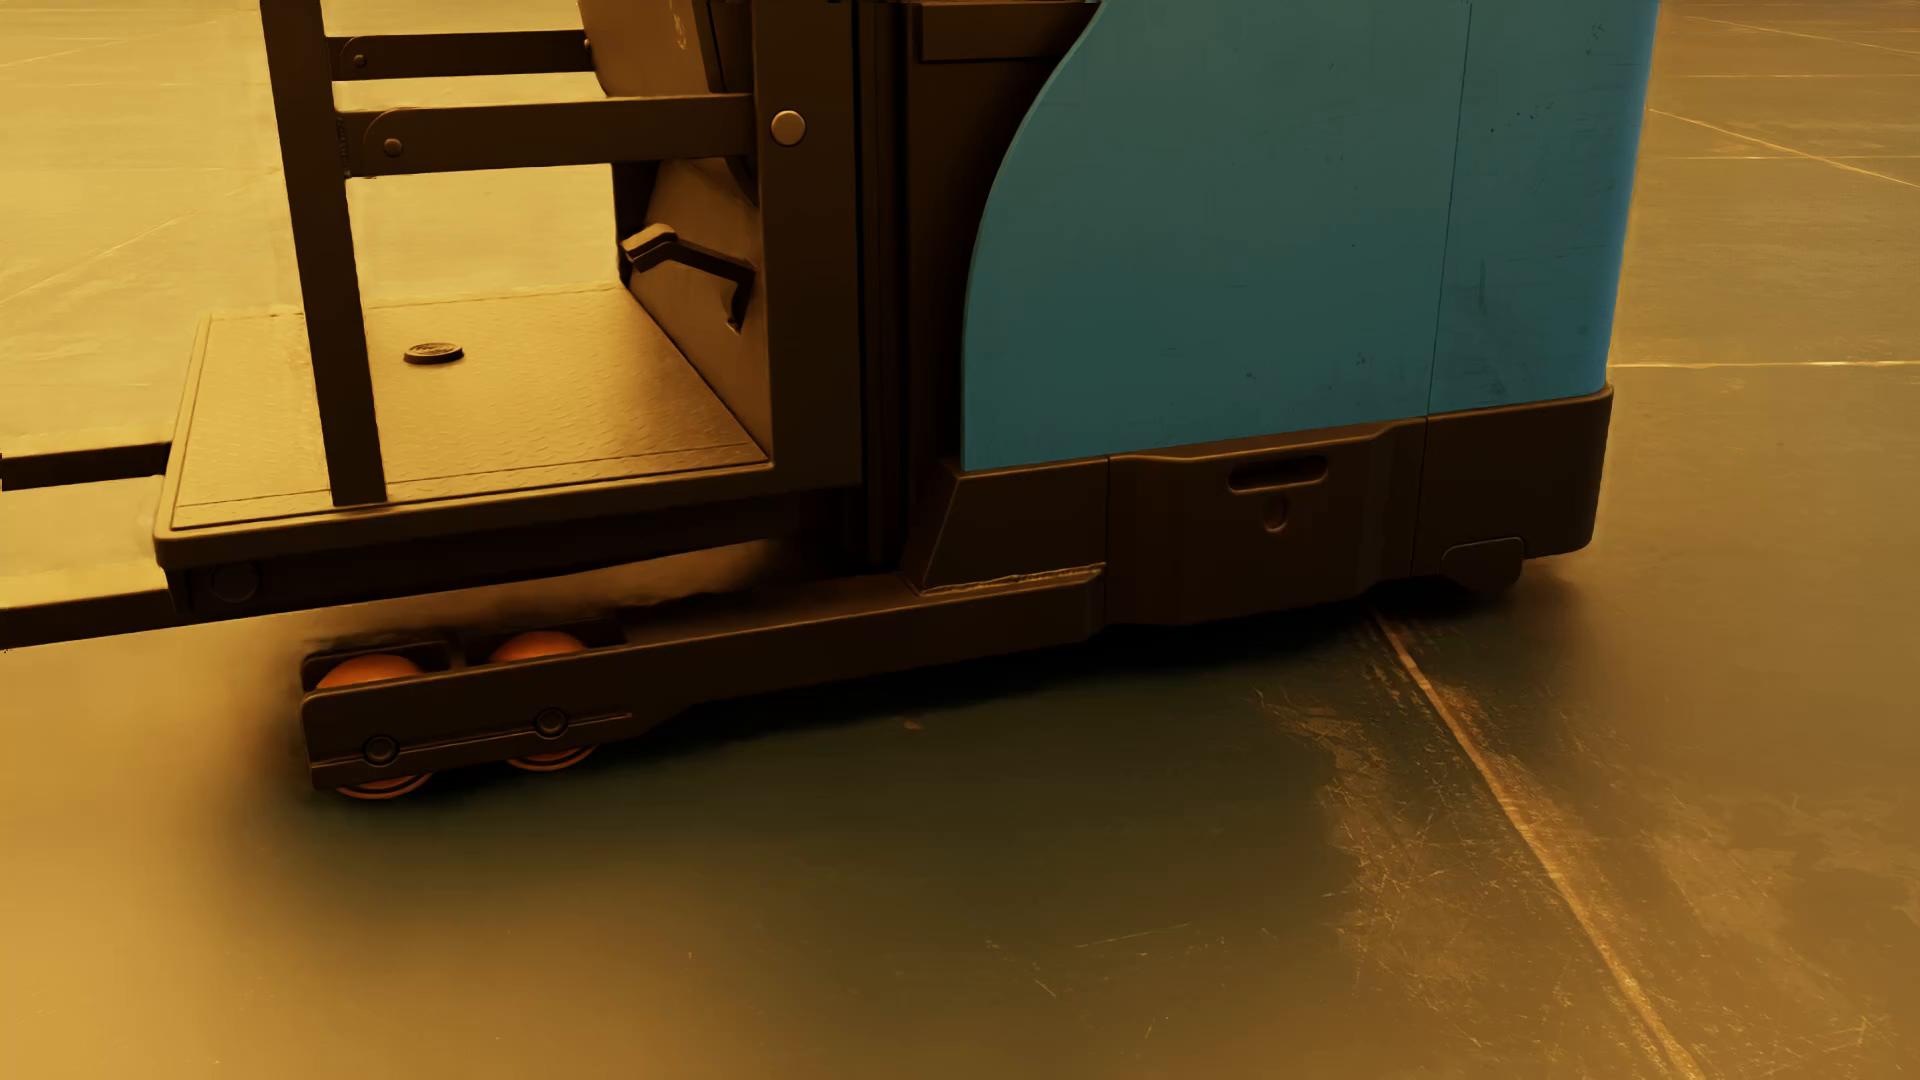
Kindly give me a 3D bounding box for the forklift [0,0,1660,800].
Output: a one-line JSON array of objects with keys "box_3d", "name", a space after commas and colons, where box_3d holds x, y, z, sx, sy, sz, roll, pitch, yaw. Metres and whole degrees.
[{"box_3d": [-0.598, -1.277, 1.978, 3.031, 2.935, 1.130, -8, 23, -19], "name": "forklift"}]
